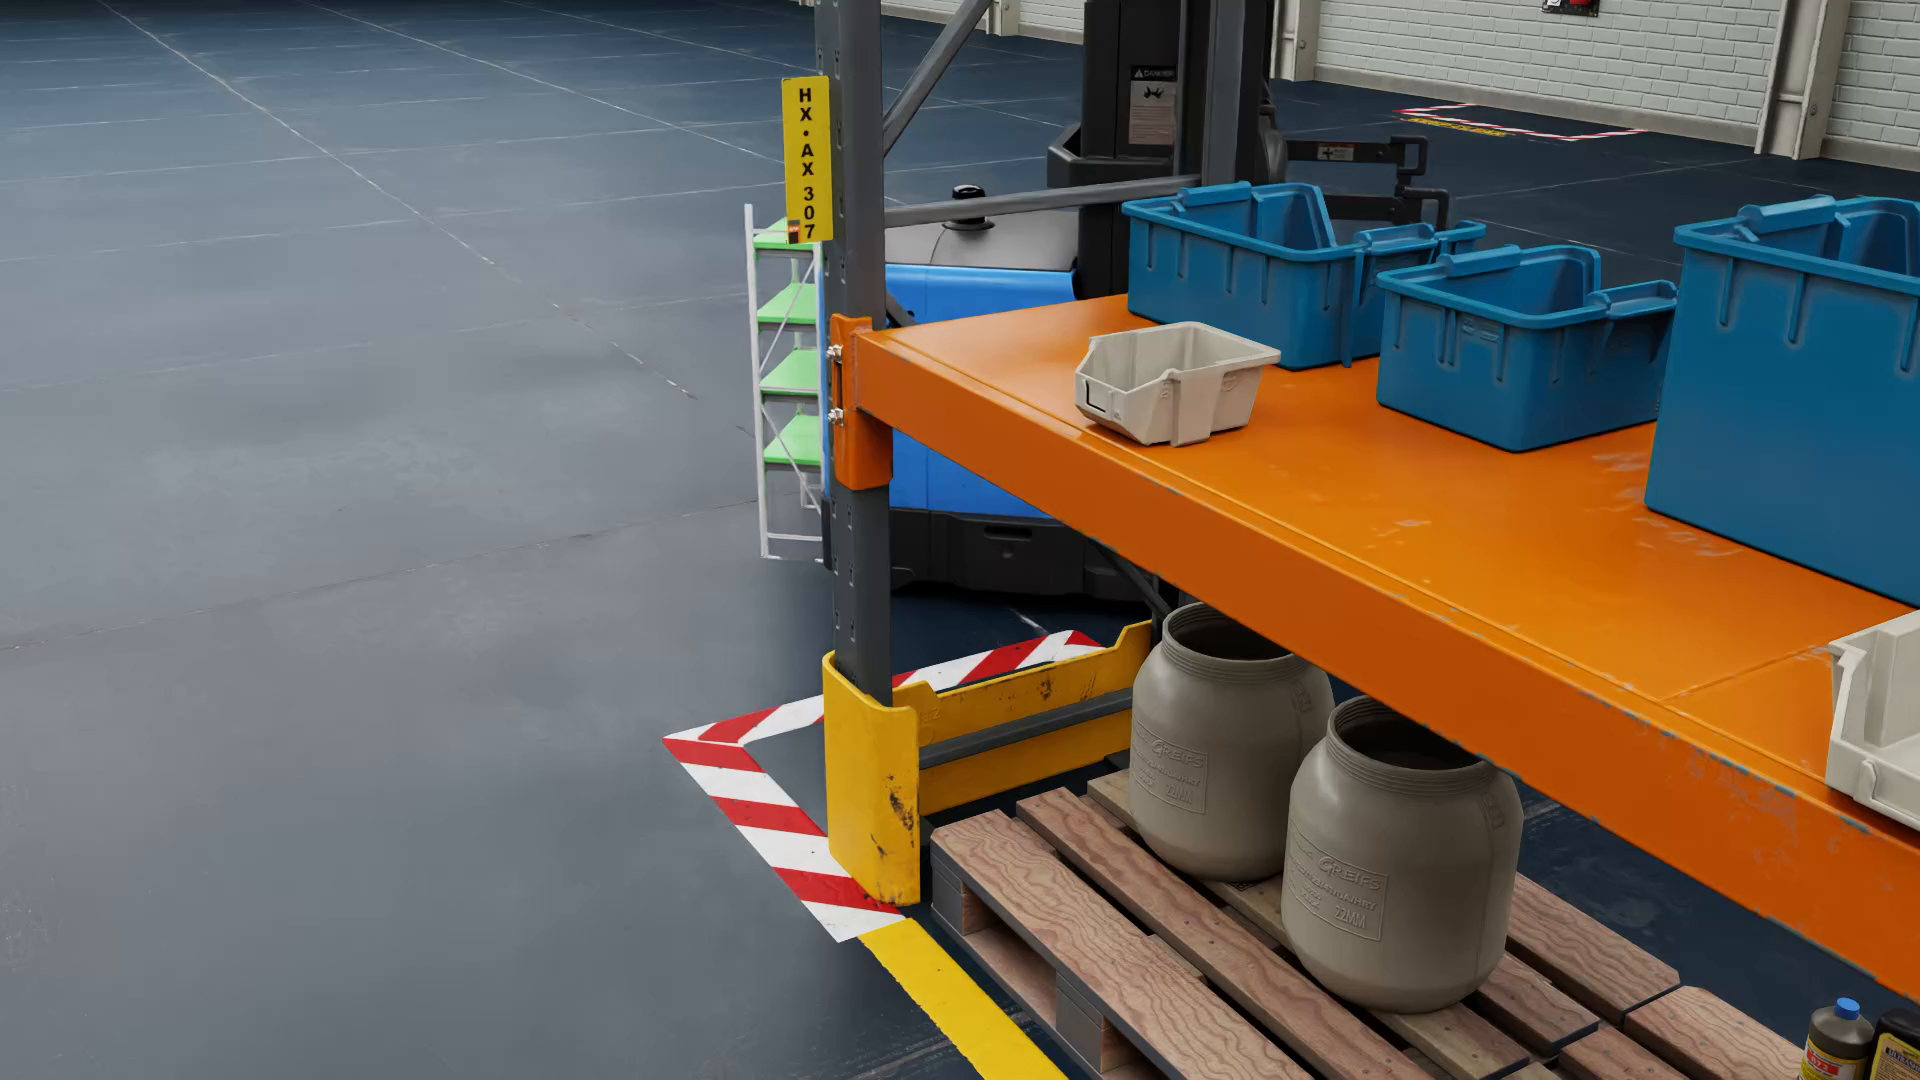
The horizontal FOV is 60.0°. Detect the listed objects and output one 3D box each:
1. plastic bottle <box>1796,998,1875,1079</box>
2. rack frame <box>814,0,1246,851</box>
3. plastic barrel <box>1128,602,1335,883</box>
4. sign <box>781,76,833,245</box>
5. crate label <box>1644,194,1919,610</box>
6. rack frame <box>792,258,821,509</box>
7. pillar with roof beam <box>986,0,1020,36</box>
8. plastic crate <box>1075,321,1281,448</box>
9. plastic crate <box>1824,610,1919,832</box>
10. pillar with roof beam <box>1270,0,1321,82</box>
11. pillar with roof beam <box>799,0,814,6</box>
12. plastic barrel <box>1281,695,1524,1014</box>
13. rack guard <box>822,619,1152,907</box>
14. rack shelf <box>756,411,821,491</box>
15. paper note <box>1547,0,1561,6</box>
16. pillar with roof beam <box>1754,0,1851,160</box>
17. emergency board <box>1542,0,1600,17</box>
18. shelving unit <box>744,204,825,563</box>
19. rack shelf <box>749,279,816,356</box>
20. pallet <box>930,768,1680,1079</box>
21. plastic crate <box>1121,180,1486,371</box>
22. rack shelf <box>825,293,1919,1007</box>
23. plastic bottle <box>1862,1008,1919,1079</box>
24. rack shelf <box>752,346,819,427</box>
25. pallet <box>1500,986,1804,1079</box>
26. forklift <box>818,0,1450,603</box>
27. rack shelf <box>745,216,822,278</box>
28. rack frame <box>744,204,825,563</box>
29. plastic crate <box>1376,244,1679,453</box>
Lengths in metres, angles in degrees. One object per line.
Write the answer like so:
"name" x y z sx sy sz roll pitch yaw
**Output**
"plastic bottle" 1.486 0.870 2.820 0.097 0.201 0.097 0 22 0
"rack frame" 0.171 -0.733 3.631 1.000 3.000 0.127 -13 25 -28
"plastic barrel" 0.573 0.423 3.533 0.421 0.512 0.421 0 22 0
"sign" -0.304 -0.757 3.322 0.100 0.325 0.005 -13 25 -28
"crate label" 1.344 -0.206 2.287 0.502 0.435 0.616 -13 25 -28
"rack frame" -0.464 -0.668 5.862 0.240 1.200 0.015 4 22 10
"pillar with roof beam" -3.106 -10.356 19.340 9.100 9.000 0.400 -13 25 -28
"plastic crate" 0.352 -0.259 2.816 0.298 0.136 0.250 -13 25 -28
"plastic crate" 1.167 0.207 1.669 0.530 0.136 0.437 -13 25 -28
"pillar with roof beam" -0.041 -8.414 14.561 9.100 9.000 0.400 -13 25 -28
"pillar with roof beam" -6.171 -12.299 24.118 9.100 9.000 0.400 -13 25 -28
"plastic barrel" 0.829 0.586 3.133 0.421 0.512 0.421 0 22 0
"rack guard" 0.251 0.441 4.064 1.175 0.500 0.348 -13 25 -28
"rack shelf" -0.510 -0.297 5.755 0.258 0.148 0.480 4 22 10
"paper note" 5.464 -4.990 15.275 0.016 0.148 0.142 -13 25 -28
"pillar with roof beam" 3.024 -6.472 9.783 9.100 9.000 0.400 -13 25 -28
"emergency board" 5.495 -5.328 14.936 0.194 1.169 0.643 -13 25 -28
"shelving unit" -0.510 -0.578 5.640 0.258 1.200 0.503 4 22 10
"rack shelf" -0.510 -0.741 5.574 0.258 0.148 0.480 4 22 10
"pallet" 0.661 0.838 3.468 1.003 0.211 1.213 -13 25 -28
"plastic crate" 0.684 -0.560 3.402 0.499 0.251 0.616 -13 25 -28
"rack shelf" 1.193 0.248 2.174 1.077 0.370 4.000 -13 25 -28
"plastic bottle" 1.562 0.866 2.720 0.061 0.283 0.133 -12 25 -27
"rack shelf" -0.510 -0.519 5.665 0.258 0.148 0.480 4 22 10
"pallet" 1.280 1.233 2.498 1.003 0.211 1.213 -13 25 -28
"forklift" 1.121 -1.267 5.035 3.031 2.935 1.130 4 23 11
"rack shelf" -0.510 -0.964 5.484 0.258 0.148 0.480 4 22 10
"rack frame" -0.556 -0.488 5.418 0.240 1.200 0.015 4 22 10
"plastic crate" 1.011 -0.348 2.882 0.499 0.251 0.408 -13 25 -28
